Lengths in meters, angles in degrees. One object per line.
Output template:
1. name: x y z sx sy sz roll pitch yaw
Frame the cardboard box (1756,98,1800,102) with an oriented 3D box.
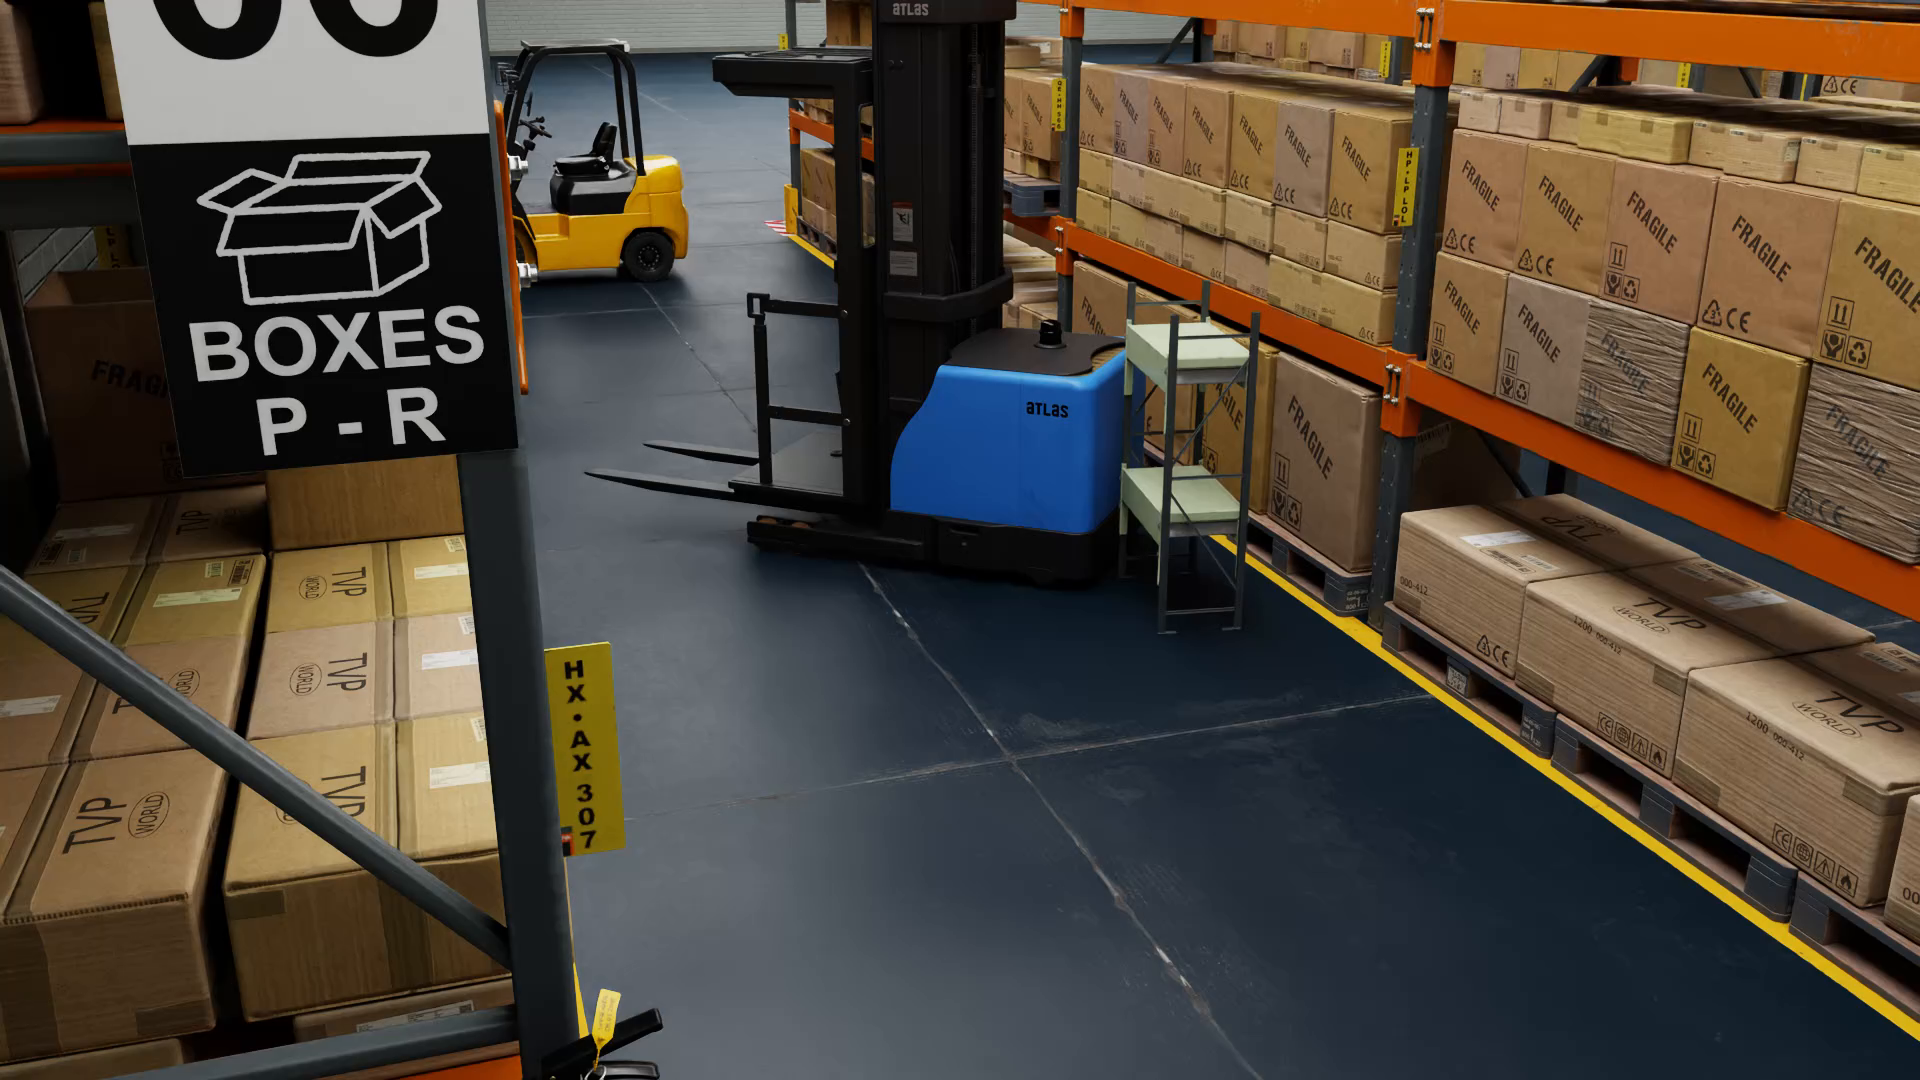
1. cardboard box: 5.776 -3.077 11.917 0.380 0.149 0.250 -6 21 -17

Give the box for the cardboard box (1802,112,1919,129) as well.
1. cardboard box: 3.143 -1.387 5.754 0.380 0.149 0.250 -7 21 -18

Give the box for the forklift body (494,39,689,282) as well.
1. forklift body: -3.752 -3.554 15.630 2.313 2.155 1.214 -6 21 -17

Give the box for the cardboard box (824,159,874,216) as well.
1. cardboard box: -1.052 -3.529 16.640 0.500 0.500 0.500 -6 21 -16

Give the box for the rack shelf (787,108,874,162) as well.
1. rack shelf: -0.740 -3.917 16.448 1.077 0.370 4.000 -6 21 -17

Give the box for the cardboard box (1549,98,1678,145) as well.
1. cardboard box: 2.472 -1.582 6.297 0.380 0.149 0.250 -7 21 -18

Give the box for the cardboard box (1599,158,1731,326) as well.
1. cardboard box: 2.626 -1.057 5.795 0.500 0.500 0.500 -6 21 -16

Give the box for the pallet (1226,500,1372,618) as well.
1. pallet: 2.089 0.027 8.530 1.003 0.211 1.213 -6 21 -17

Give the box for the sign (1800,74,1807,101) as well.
1. sign: 6.325 -3.457 12.507 0.100 0.325 0.005 -6 21 -17

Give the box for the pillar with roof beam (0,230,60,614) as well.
1. pillar with roof beam: 1.142 -3.479 5.291 9.100 9.000 0.400 -6 21 -17

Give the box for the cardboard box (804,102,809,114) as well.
1. cardboard box: -1.459 -4.648 17.791 0.380 0.149 0.250 -6 21 -17

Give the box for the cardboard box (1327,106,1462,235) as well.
1. cardboard box: 2.024 -1.681 7.531 0.500 0.500 0.500 -6 21 -15

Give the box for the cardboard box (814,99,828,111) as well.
1. cardboard box: -1.156 -4.573 16.624 0.500 0.500 0.500 -7 21 -18

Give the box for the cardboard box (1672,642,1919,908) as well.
1. cardboard box: 3.062 0.752 5.555 0.875 0.438 0.875 -6 21 -16

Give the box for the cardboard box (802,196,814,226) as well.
1. cardboard box: -1.378 -3.512 17.704 0.500 0.250 0.500 -7 21 -18

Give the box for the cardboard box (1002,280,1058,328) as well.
1. cardboard box: 0.738 -1.709 12.503 0.950 0.372 0.625 -7 21 -18

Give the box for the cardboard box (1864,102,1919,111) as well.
1. cardboard box: 6.561 -2.974 11.630 0.380 0.149 0.250 -6 21 -16

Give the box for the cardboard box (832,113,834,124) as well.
1. cardboard box: -1.070 -4.230 16.629 0.380 0.149 0.250 -6 21 -15

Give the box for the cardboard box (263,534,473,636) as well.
1. cardboard box: -1.259 0.198 3.709 0.500 0.250 0.500 -7 21 -18

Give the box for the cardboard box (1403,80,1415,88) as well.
1. cardboard box: 4.465 -4.022 15.528 0.500 0.500 0.500 -6 21 -17

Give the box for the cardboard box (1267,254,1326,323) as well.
1. cardboard box: 1.863 -1.256 8.199 0.500 0.250 0.500 -7 21 -18

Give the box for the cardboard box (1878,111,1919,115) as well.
1. cardboard box: 6.104 -2.742 10.983 0.380 0.149 0.250 -5 20 -15

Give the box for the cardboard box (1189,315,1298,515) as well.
1. cardboard box: 1.841 -0.723 9.015 0.875 0.875 0.875 -6 21 -16

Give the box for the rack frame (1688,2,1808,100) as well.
1. rack frame: 5.813 -2.888 12.520 1.000 3.000 0.127 -6 21 -17

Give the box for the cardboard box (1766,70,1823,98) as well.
1. cardboard box: 9.213 -5.004 17.824 0.875 0.500 0.500 -6 21 -17

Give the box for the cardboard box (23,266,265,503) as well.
1. cardboard box: -2.093 -0.434 4.359 0.500 0.500 0.500 -7 21 -19

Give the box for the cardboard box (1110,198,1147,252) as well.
1. cardboard box: 1.239 -1.913 10.026 0.500 0.250 0.500 -7 21 -19

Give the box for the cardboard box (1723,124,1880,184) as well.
1. cardboard box: 2.716 -1.249 5.371 0.380 0.149 0.250 -6 21 -17

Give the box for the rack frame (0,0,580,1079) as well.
1. rack frame: -1.048 0.766 2.347 0.949 2.616 0.053 -6 21 -17

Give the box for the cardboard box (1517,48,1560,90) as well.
1. cardboard box: 5.197 -4.041 14.104 0.700 0.500 0.500 -7 21 -18

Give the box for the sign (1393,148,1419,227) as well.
1. sign: 1.891 -1.493 7.040 0.100 0.325 0.005 -6 21 -17

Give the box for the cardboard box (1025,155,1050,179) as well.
1. cardboard box: 0.666 -2.568 11.379 0.380 0.149 0.250 -6 21 -16

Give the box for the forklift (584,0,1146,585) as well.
1. forklift: -0.579 -1.459 8.643 3.031 2.935 1.130 8 21 21

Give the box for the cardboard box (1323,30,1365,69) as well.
1. cardboard box: 4.189 -5.037 16.683 0.875 0.550 0.550 -6 21 -17

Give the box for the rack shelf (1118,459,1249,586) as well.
1. rack shelf: 1.053 -0.095 7.926 0.431 0.370 0.720 -3 20 -9

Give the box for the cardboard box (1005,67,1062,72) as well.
1. cardboard box: 0.406 -3.157 12.061 0.500 0.500 0.500 -8 21 -21

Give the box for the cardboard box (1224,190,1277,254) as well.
1. cardboard box: 1.701 -1.652 8.560 0.500 0.250 0.500 -6 21 -16

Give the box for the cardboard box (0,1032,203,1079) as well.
1. cardboard box: -1.410 0.806 2.606 0.380 0.149 0.250 -7 21 -18

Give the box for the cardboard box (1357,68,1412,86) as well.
1. cardboard box: 4.428 -4.360 16.395 0.875 0.550 0.550 -6 21 -17

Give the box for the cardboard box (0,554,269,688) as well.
1. cardboard box: -1.760 0.252 3.559 0.500 0.250 0.500 -6 21 -15

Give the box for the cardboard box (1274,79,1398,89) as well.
1. cardboard box: 2.027 -2.222 9.039 0.500 0.500 0.500 -7 21 -18

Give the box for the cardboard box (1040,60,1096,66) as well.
1. cardboard box: 0.730 -3.381 12.683 0.500 0.500 0.500 -7 21 -19

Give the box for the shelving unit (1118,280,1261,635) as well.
1. shelving unit: 1.053 -0.401 7.815 0.431 1.500 0.755 -3 20 -9

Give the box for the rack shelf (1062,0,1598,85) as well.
1. rack shelf: 1.774 -2.761 8.793 1.077 0.370 4.000 -6 21 -17

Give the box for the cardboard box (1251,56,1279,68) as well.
1. cardboard box: 3.708 -5.045 18.302 0.875 0.550 0.550 -6 21 -17

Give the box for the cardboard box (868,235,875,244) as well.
1. cardboard box: -0.553 -2.678 15.382 0.500 0.250 0.500 -5 20 -15

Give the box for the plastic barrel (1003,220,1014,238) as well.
1. plastic barrel: 0.717 -3.183 17.151 0.512 0.421 0.421 8 21 20

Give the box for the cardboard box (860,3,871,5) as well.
1. cardboard box: -0.591 -5.098 16.605 0.700 0.500 0.500 -7 21 -18

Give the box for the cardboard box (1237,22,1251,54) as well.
1. cardboard box: 3.639 -5.744 18.653 0.875 0.550 0.550 -6 21 -17

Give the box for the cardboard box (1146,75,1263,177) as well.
1. cardboard box: 1.381 -2.337 9.360 0.500 0.500 0.500 -6 21 -16

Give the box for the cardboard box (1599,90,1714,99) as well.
1. cardboard box: 2.781 -1.708 6.648 0.380 0.149 0.250 -6 21 -16

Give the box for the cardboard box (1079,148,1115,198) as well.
1. cardboard box: 1.070 -2.306 10.381 0.500 0.250 0.500 -7 21 -18

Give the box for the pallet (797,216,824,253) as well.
1. pallet: -1.123 -3.296 17.780 1.003 0.211 1.213 -6 21 -17

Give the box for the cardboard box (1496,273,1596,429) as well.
1. cardboard box: 2.456 -0.753 6.427 0.500 0.500 0.500 -6 21 -17
